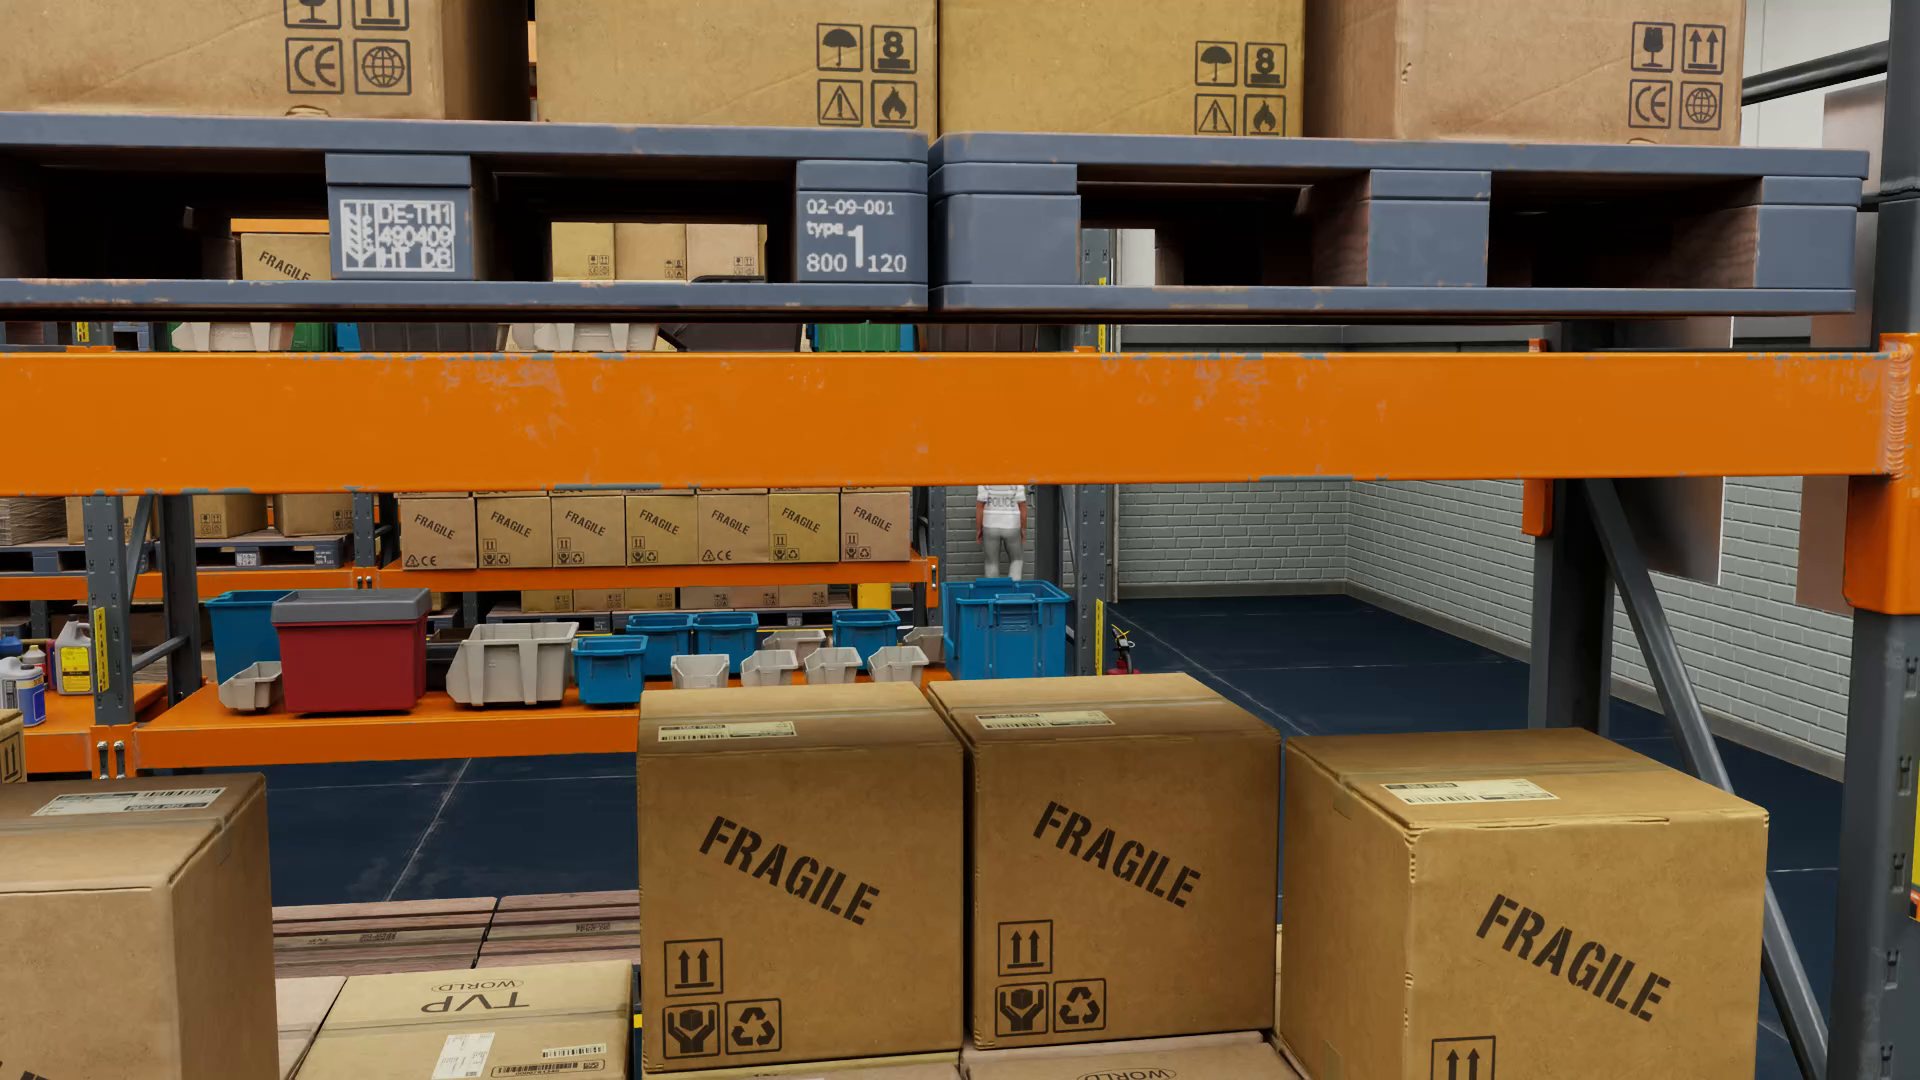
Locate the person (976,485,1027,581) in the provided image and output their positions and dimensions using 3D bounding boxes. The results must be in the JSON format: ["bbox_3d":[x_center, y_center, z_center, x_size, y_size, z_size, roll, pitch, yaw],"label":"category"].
[{"bbox_3d":[0.446,-0.105,18.030,0.551,1.773,0.484,0,6,-1],"label":"person"}]
